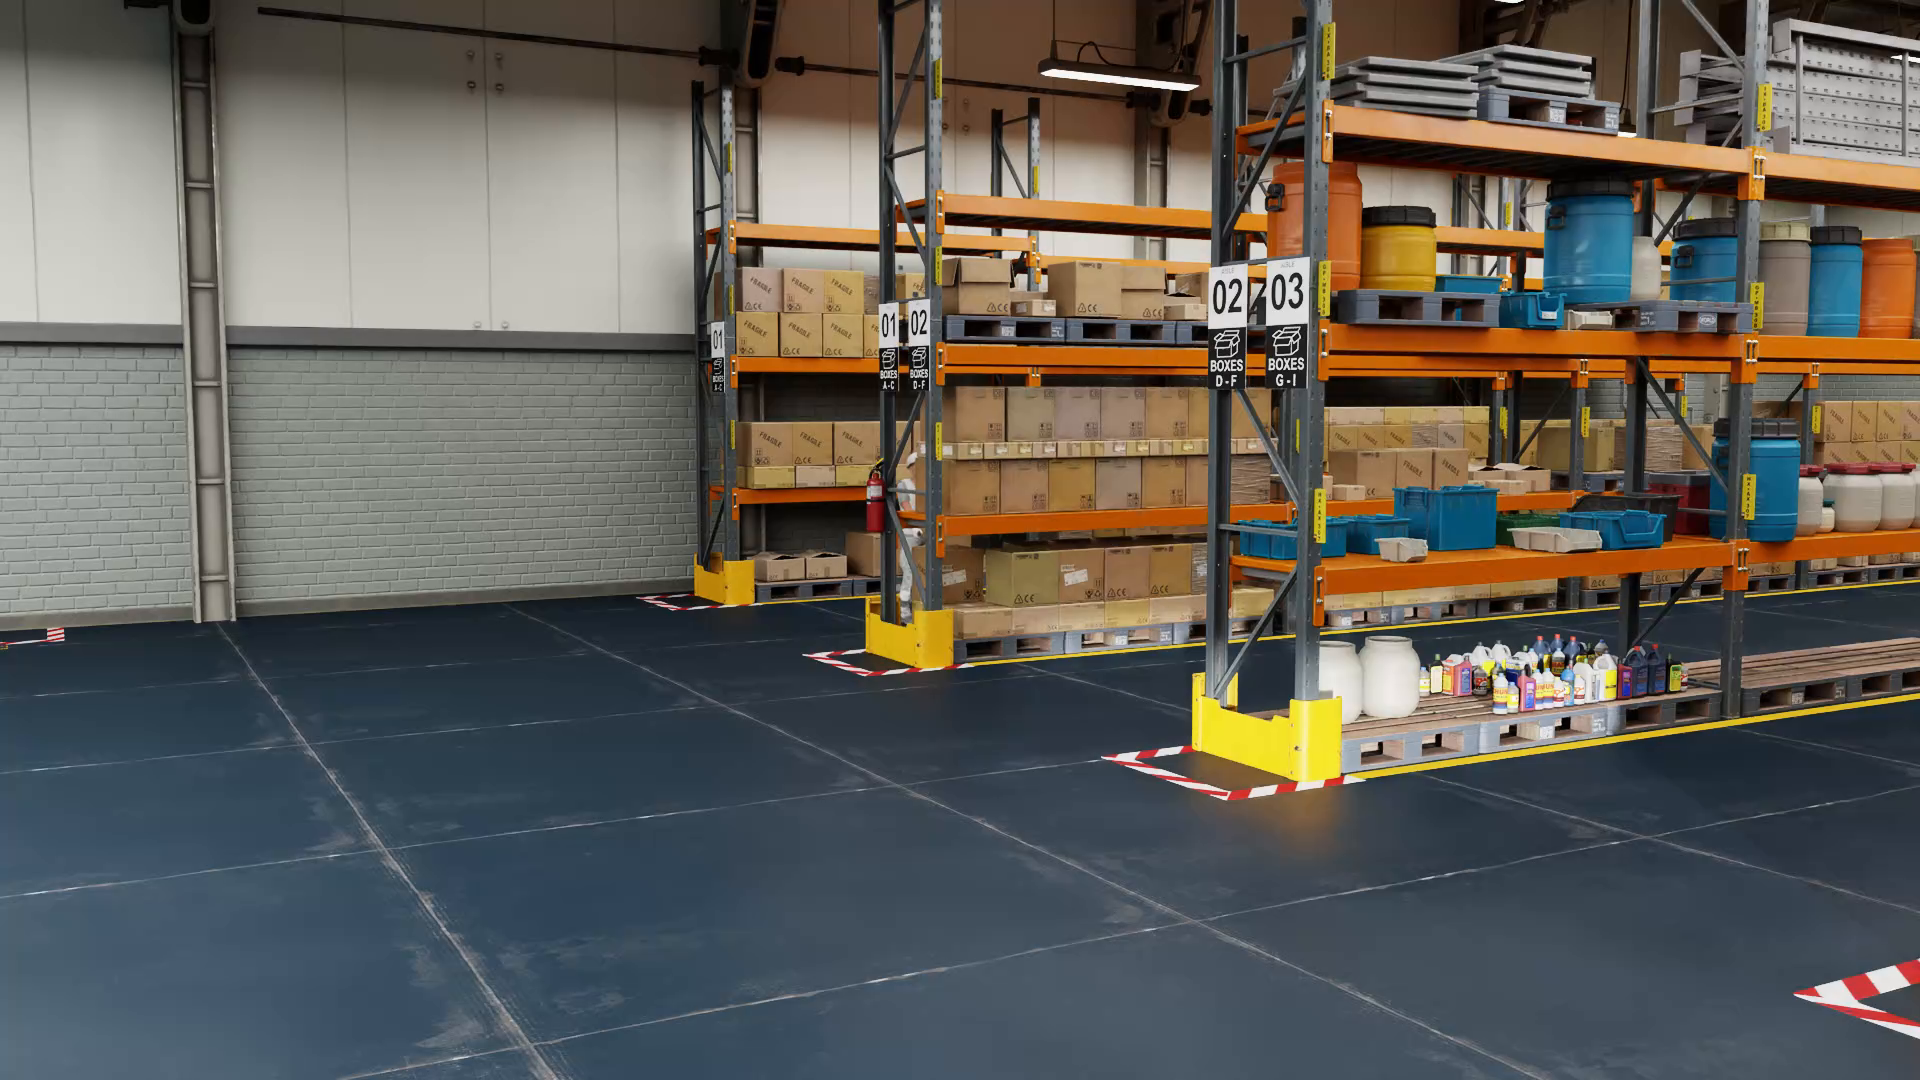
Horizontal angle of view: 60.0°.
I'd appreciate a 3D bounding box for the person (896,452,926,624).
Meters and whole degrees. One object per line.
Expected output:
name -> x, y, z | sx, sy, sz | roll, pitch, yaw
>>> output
person -> -0.380, -0.014, 17.253 | 0.494, 1.783, 0.563 | -3, 6, -29
